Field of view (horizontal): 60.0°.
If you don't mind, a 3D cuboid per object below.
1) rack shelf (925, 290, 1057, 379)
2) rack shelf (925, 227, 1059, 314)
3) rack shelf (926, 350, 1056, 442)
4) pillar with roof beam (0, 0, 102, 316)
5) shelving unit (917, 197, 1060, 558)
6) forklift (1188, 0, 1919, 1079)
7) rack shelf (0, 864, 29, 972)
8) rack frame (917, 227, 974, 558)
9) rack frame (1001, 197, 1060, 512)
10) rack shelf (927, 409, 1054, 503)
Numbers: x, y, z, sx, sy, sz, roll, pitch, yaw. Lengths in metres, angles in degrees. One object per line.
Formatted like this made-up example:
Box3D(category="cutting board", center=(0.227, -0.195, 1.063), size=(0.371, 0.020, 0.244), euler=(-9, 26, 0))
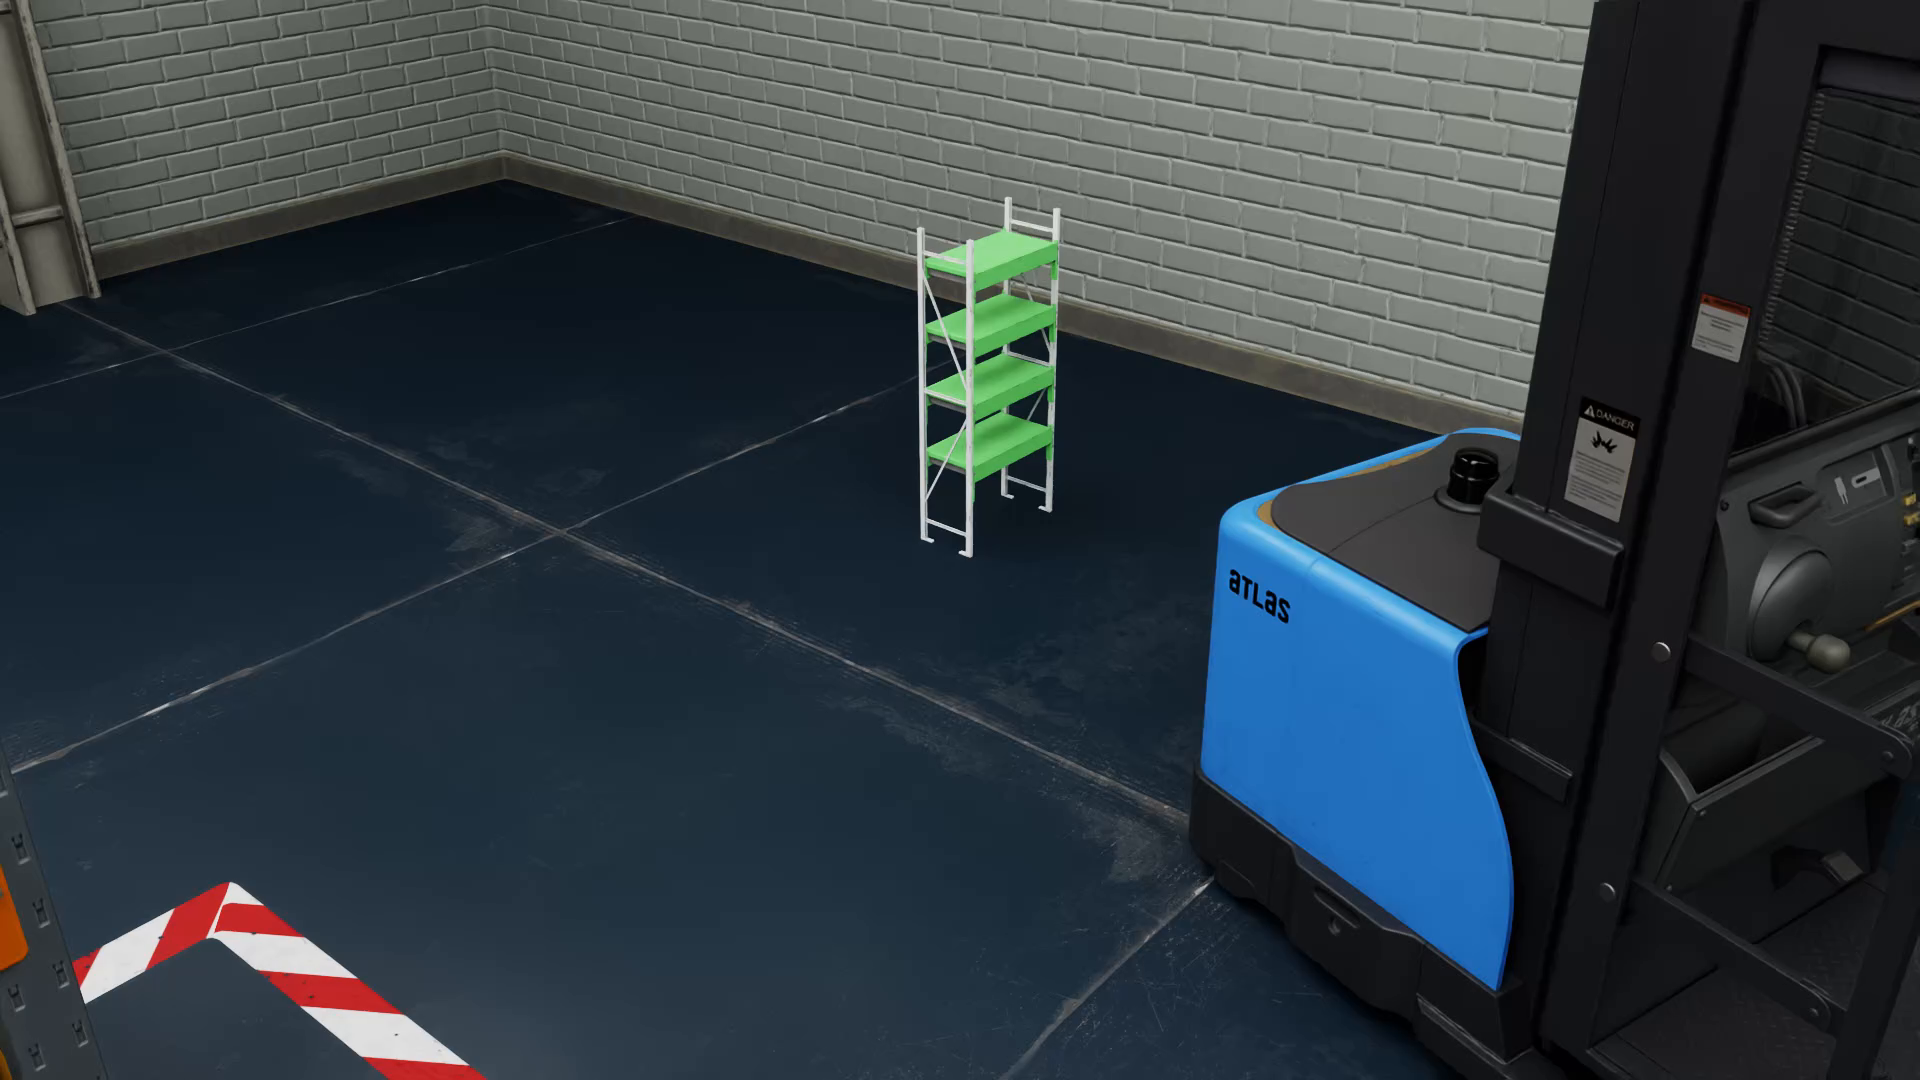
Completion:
Box3D(category="rack shelf", center=(0.105, -0.748, 6.007), size=(0.258, 0.148, 0.480), euler=(21, 34, 34))
Box3D(category="rack shelf", center=(0.105, -0.961, 5.897), size=(0.258, 0.148, 0.480), euler=(21, 34, 34))
Box3D(category="rack shelf", center=(0.105, -0.535, 6.117), size=(0.258, 0.148, 0.480), euler=(21, 34, 34))
Box3D(category="pillar with roof beam", center=(-1.420, -3.993, 4.176), size=(9.100, 9.000, 0.400), euler=(21, 34, 34))
Box3D(category="shelving unit", center=(0.105, -0.592, 6.088), size=(0.258, 1.200, 0.503), euler=(21, 34, 34))
Box3D(category="forklift", center=(1.853, 0.011, 3.039), size=(1.130, 2.935, 3.031), euler=(-17, 32, -29))
Box3D(category="rack shelf", center=(-3.239, 1.098, 1.646), size=(1.077, 0.370, 4.000), euler=(21, 34, 34))
Box3D(category="rack frame", center=(-0.050, -0.505, 5.921), size=(0.240, 1.200, 0.015), euler=(21, 34, 34))
Box3D(category="rack frame", center=(0.261, -0.678, 6.255), size=(0.240, 1.200, 0.015), euler=(21, 34, 34))
Box3D(category="rack shelf", center=(0.105, -0.322, 6.227), size=(0.258, 0.148, 0.480), euler=(21, 34, 34))
